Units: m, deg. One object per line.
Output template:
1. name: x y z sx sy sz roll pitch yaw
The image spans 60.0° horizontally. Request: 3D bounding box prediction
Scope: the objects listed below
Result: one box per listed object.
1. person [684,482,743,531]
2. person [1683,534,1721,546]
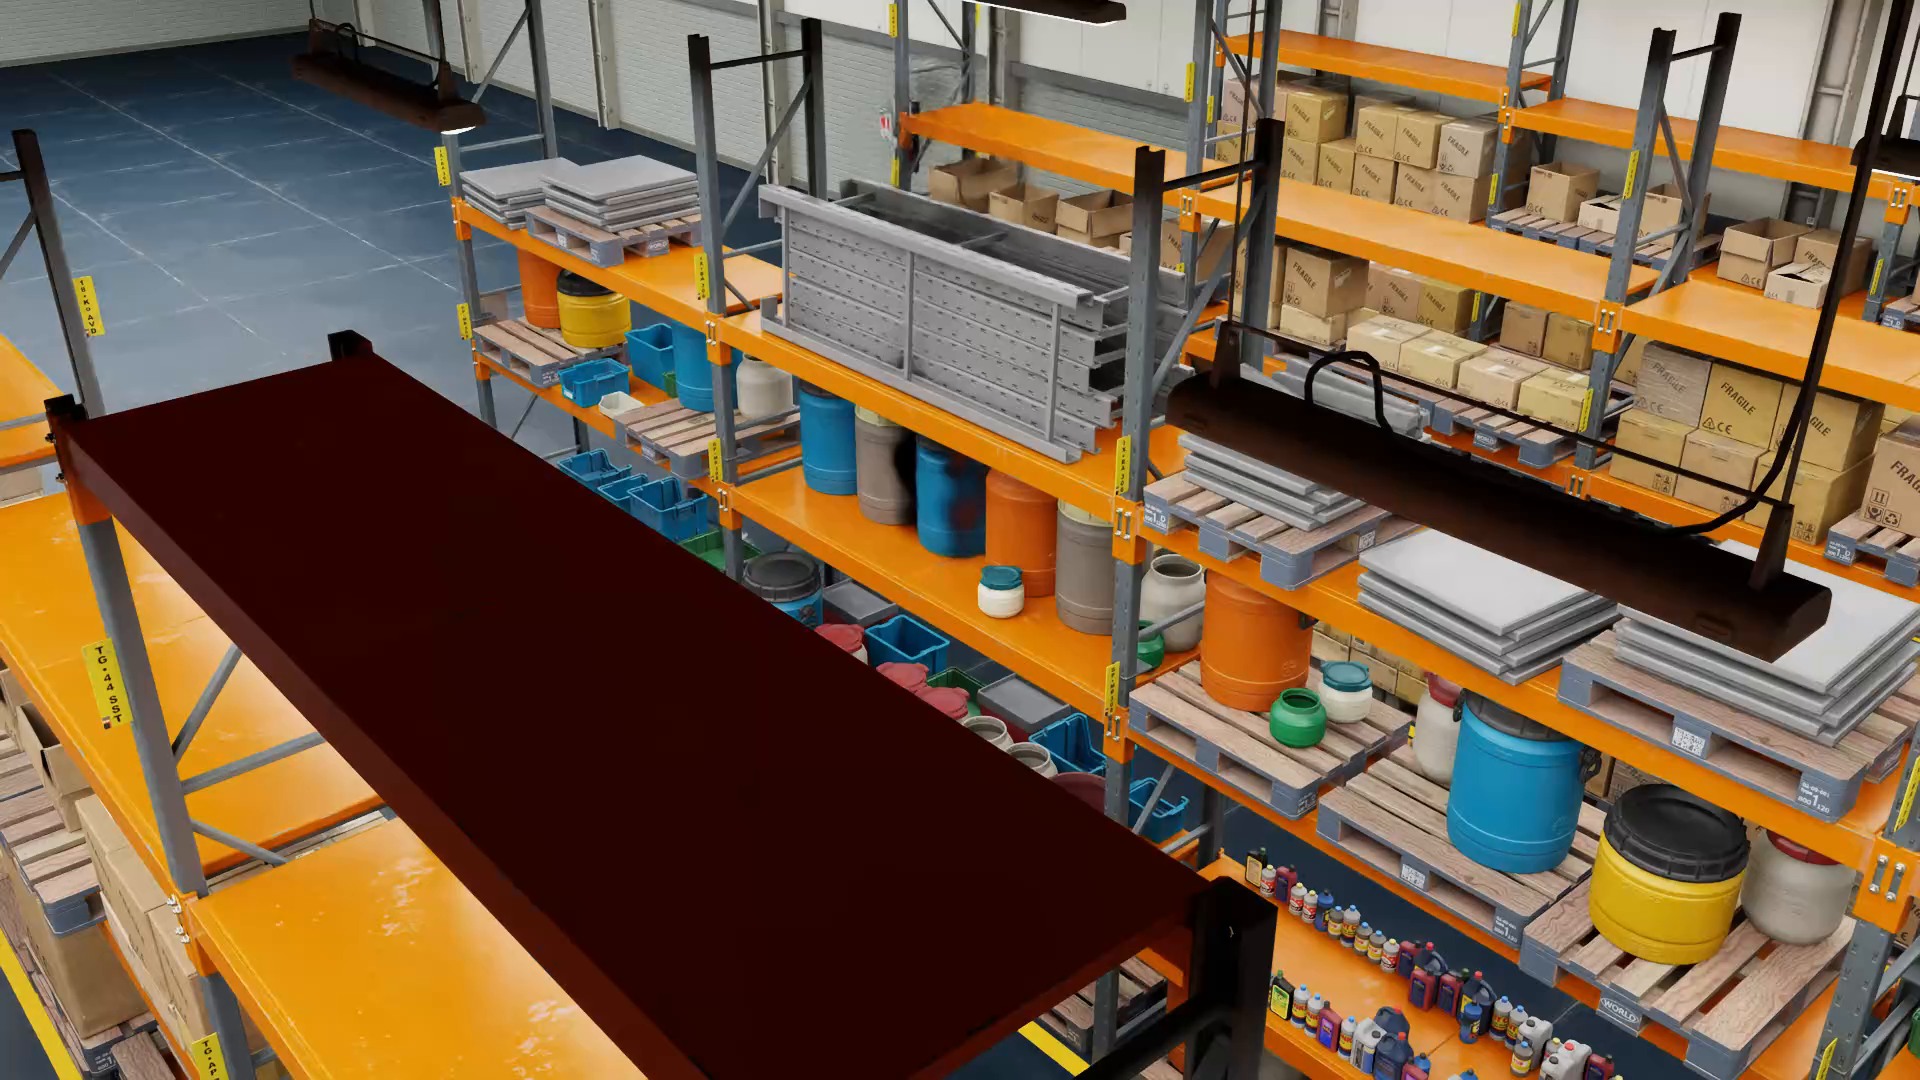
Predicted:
1. person: -2.619 -0.557 16.992 0.987 1.583 0.511 15 30 26
2. person: 6.320 0.454 14.724 0.645 1.734 0.904 -21 34 -35
